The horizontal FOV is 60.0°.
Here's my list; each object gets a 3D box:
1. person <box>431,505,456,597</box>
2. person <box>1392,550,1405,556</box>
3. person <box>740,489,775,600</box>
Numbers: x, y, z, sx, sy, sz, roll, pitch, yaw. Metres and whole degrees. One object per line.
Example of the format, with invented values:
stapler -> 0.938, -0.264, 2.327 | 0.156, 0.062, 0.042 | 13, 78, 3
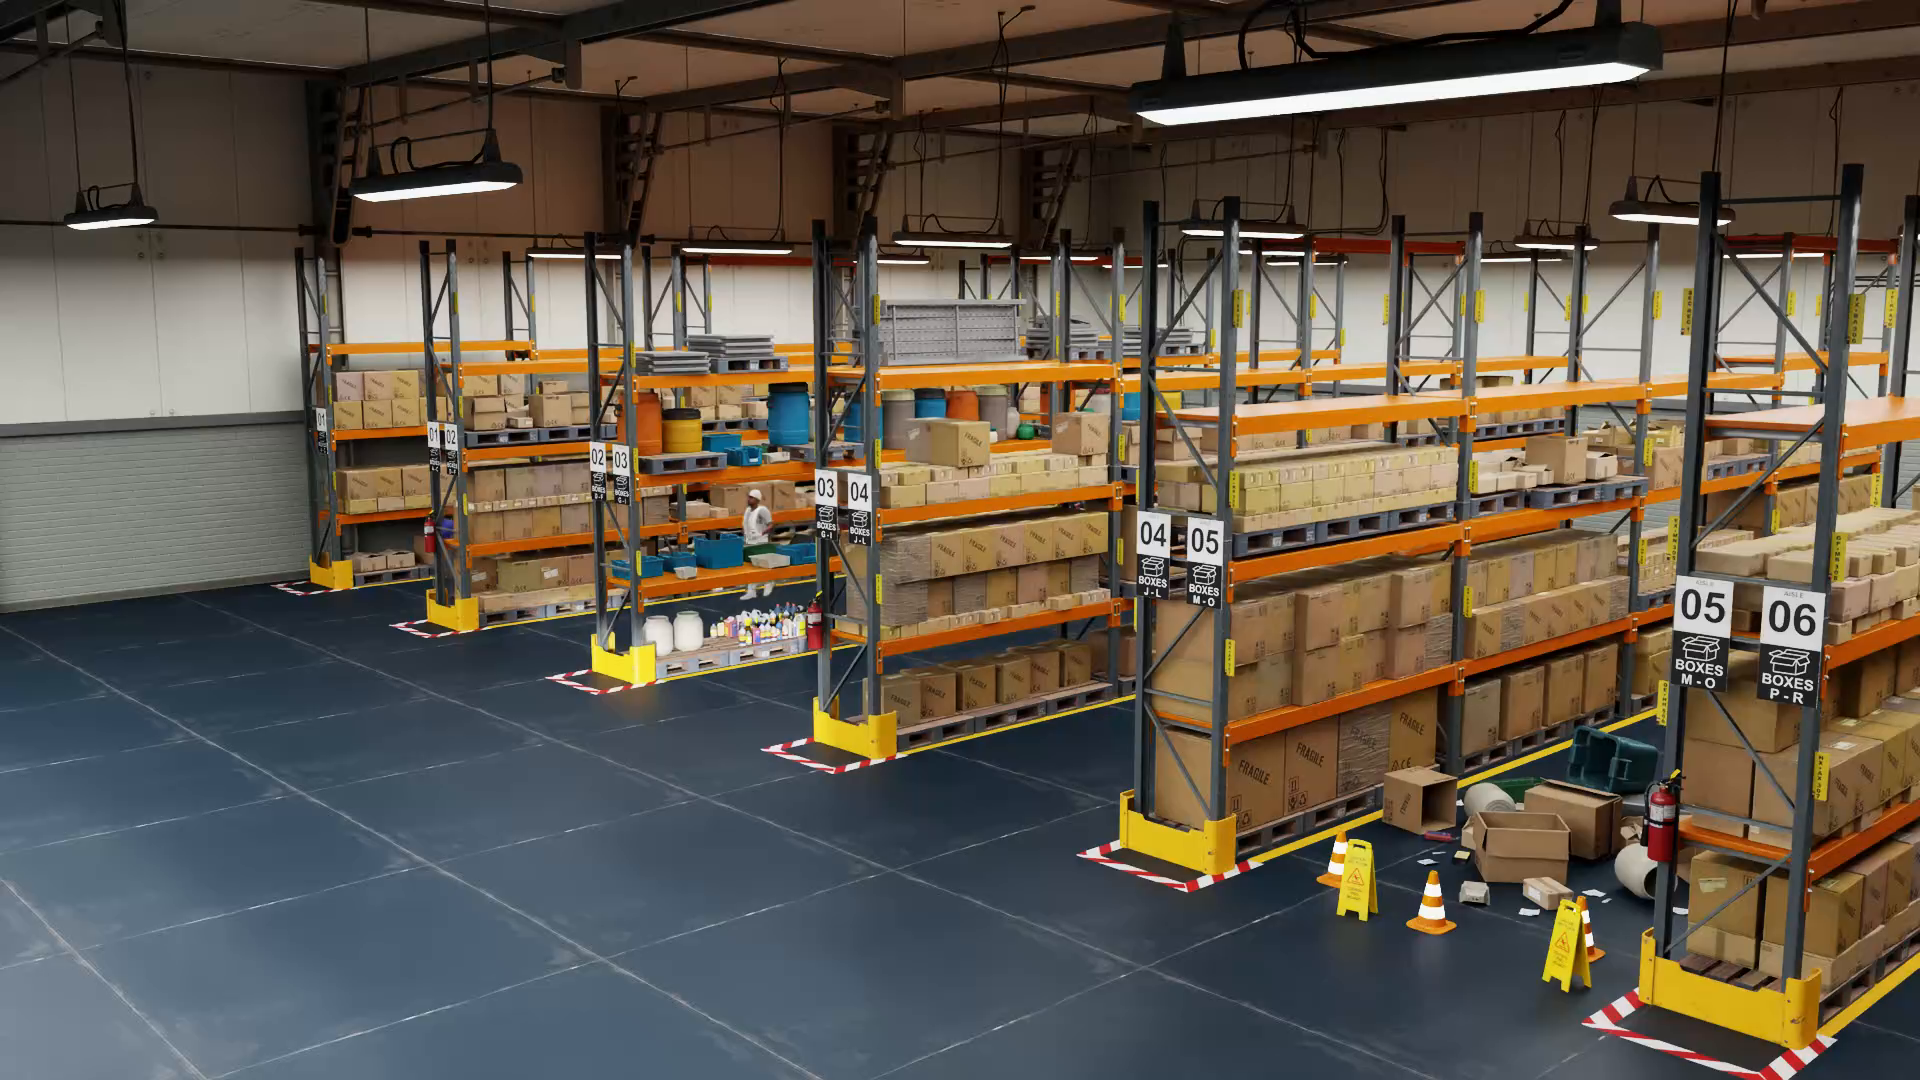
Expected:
person -> -8.797, 0.235, 28.263 | 0.569, 1.690, 0.772 | 2, 9, 13
person -> 6.097, 0.940, 23.280 | 0.578, 1.680, 0.659 | -8, 12, -43
person -> -3.290, 0.068, 26.928 | 0.676, 1.777, 0.674 | -8, 12, -44
